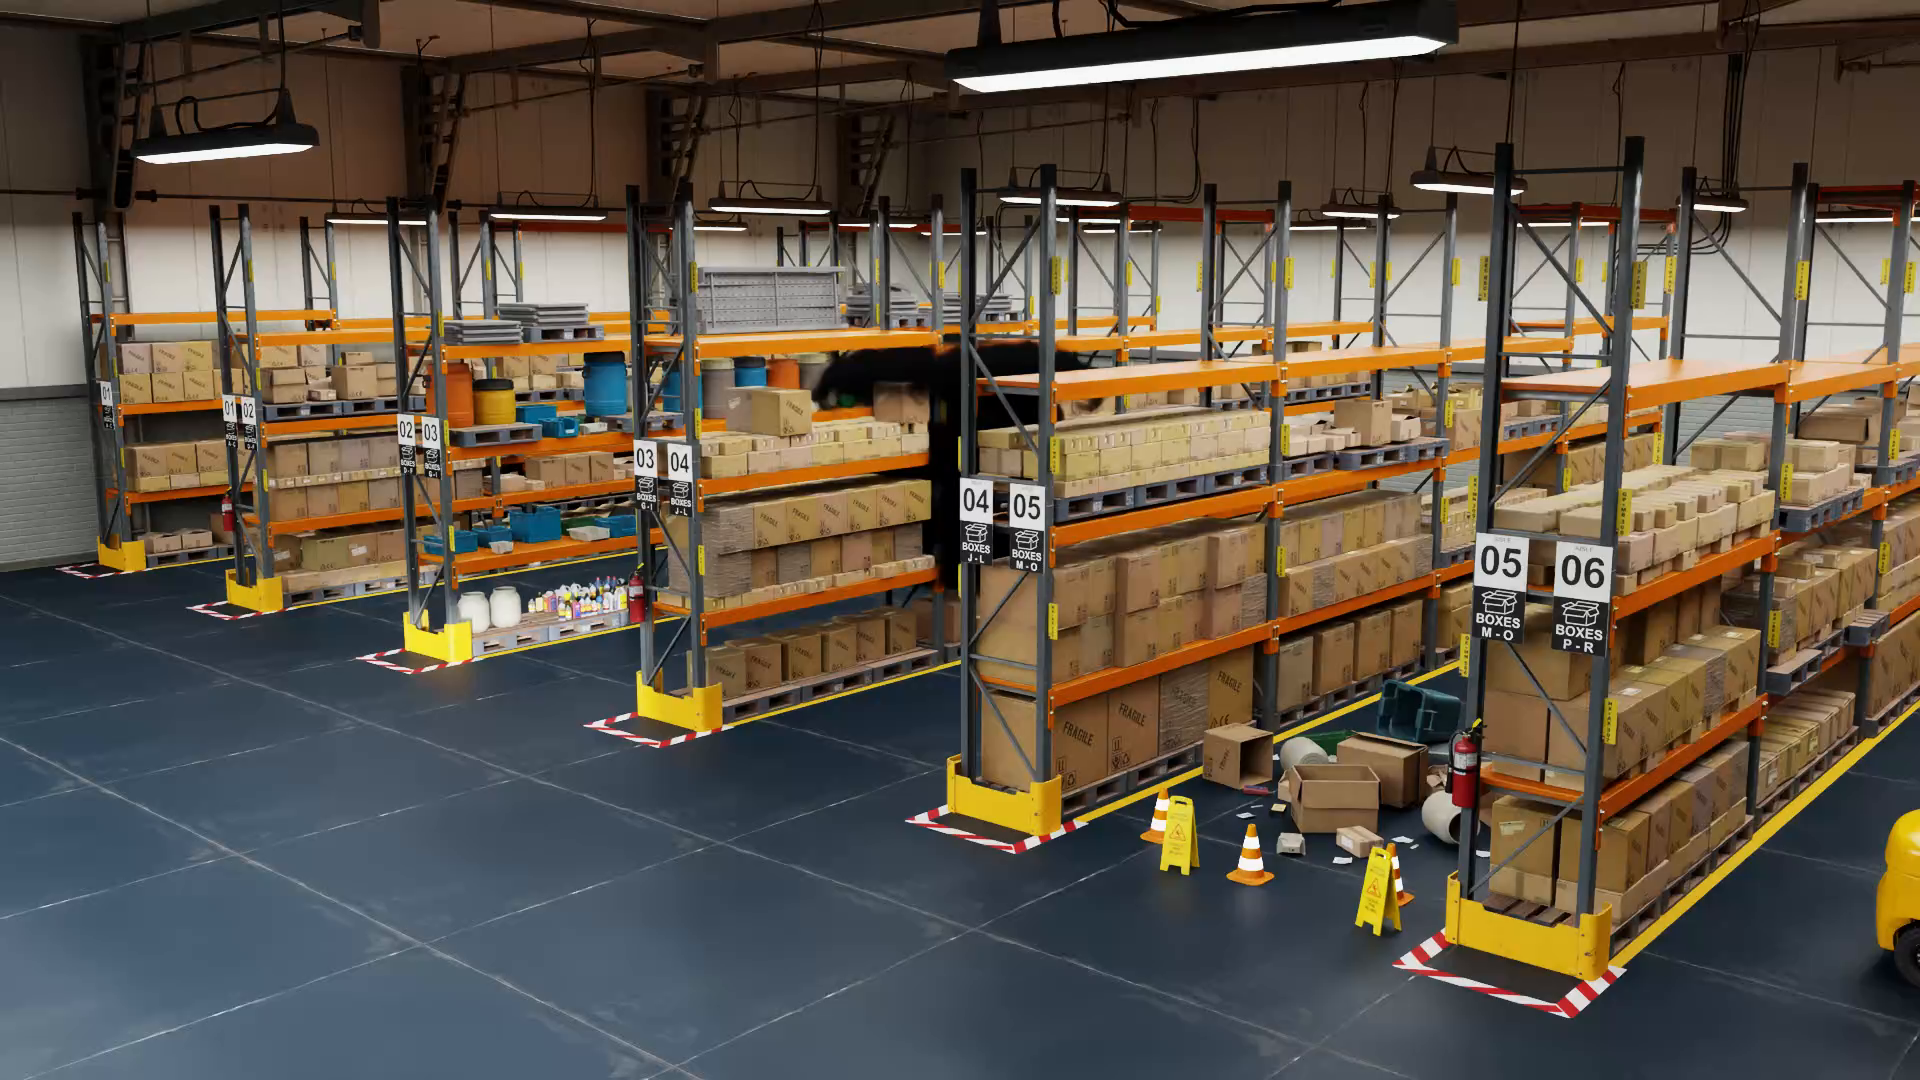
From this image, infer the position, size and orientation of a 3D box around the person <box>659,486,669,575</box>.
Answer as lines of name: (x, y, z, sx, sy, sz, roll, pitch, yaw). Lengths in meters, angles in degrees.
person: (-4.463, -0.344, 26.929, 0.904, 1.763, 0.671, -6, 11, -32)
